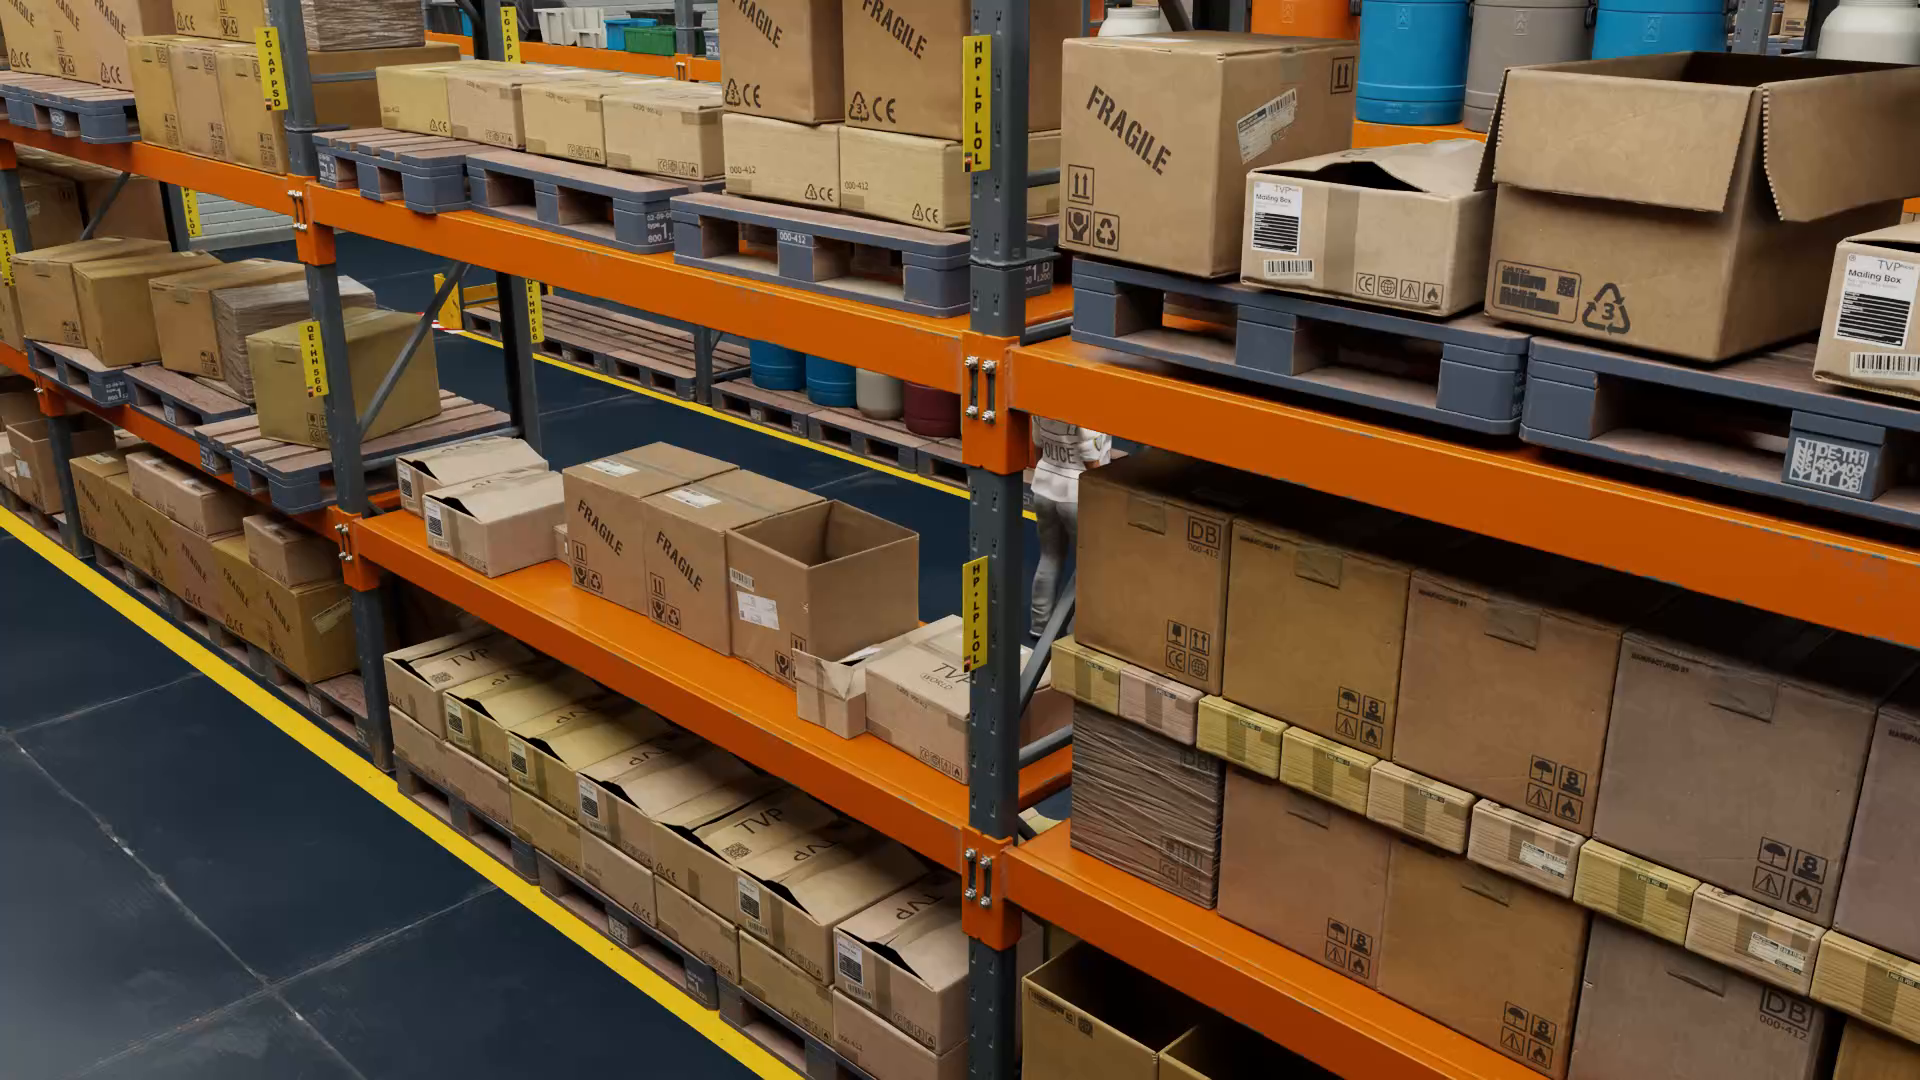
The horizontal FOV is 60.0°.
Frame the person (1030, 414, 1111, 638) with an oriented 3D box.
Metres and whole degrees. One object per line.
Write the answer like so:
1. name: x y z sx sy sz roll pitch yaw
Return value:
1. person: 0.608 -0.220 9.183 0.390 1.669 0.467 -19 28 -41
